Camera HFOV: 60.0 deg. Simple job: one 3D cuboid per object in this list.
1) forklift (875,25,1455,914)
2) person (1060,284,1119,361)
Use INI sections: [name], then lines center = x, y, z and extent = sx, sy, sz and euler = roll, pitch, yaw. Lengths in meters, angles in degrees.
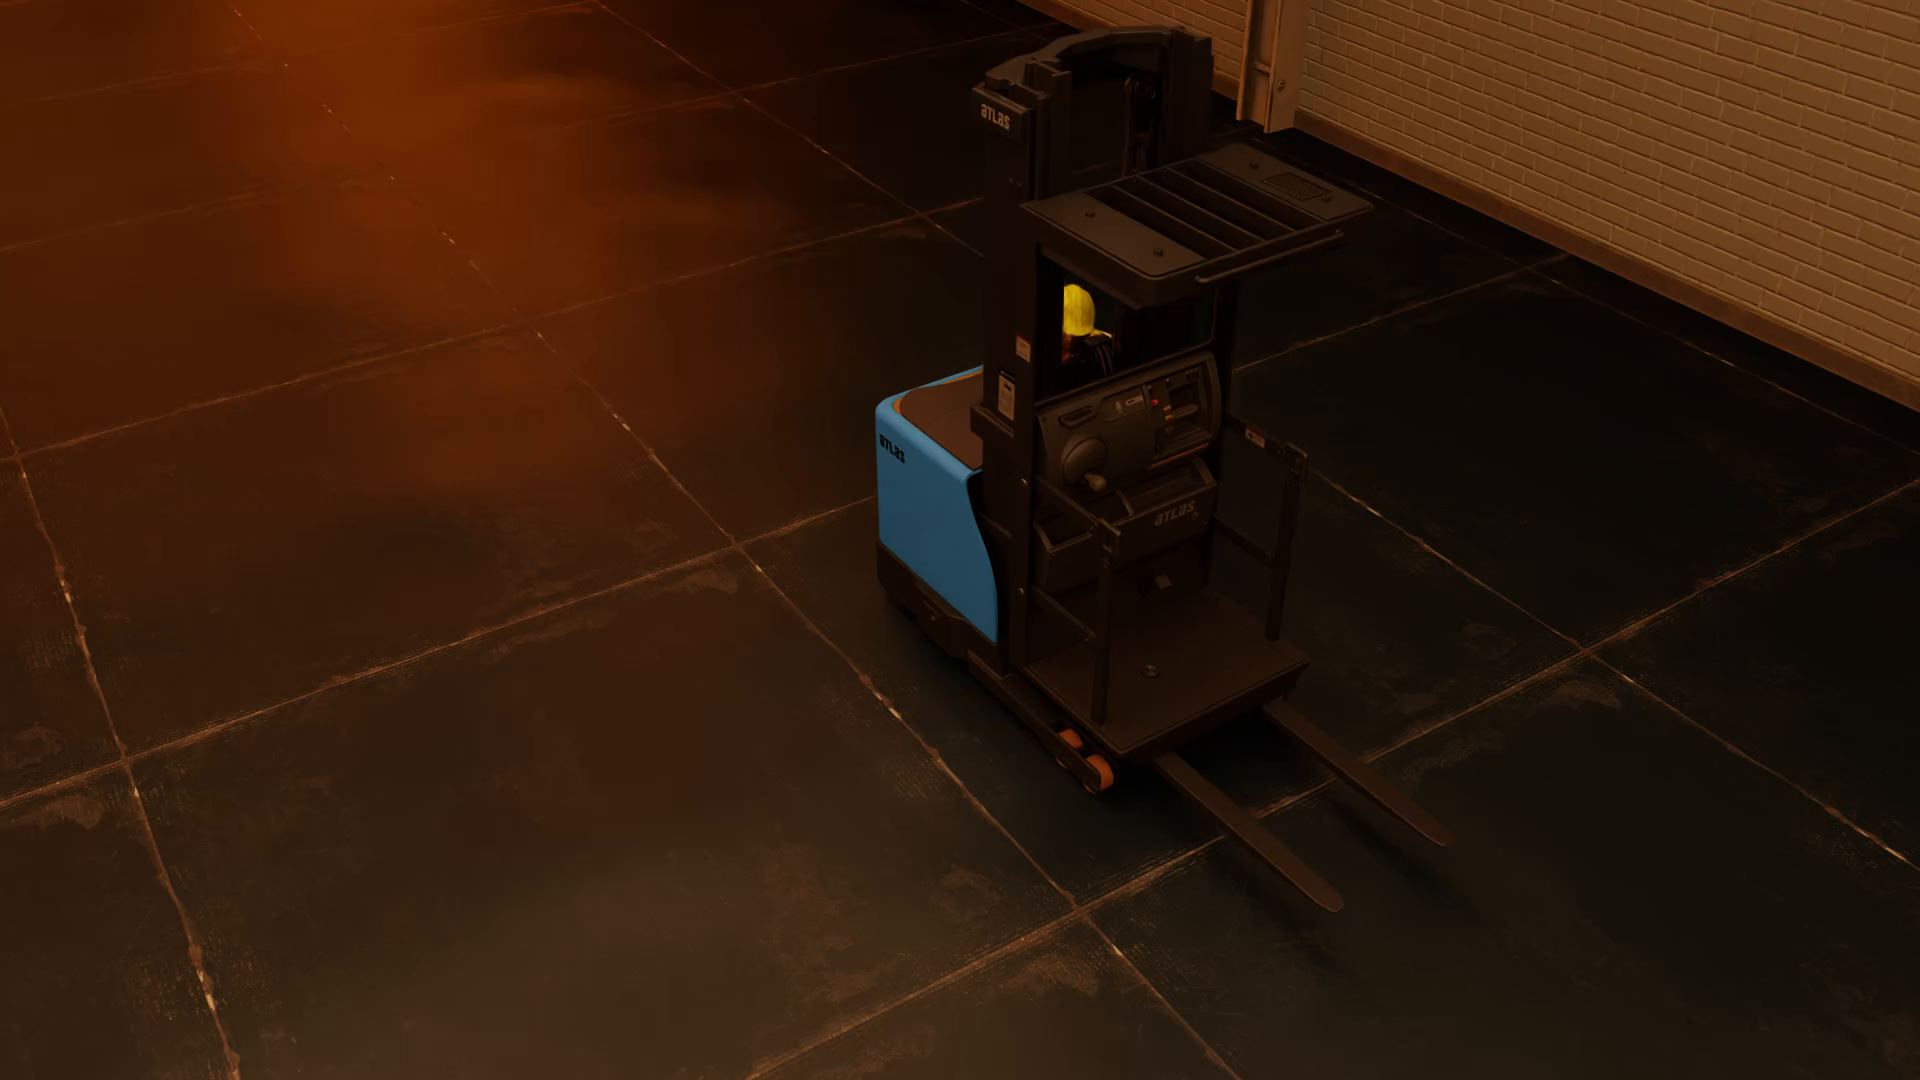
[forklift]
center = 0.836, -0.429, 6.758
extent = 1.130, 2.935, 3.031
euler = -22, 40, -28
[person]
center = 0.501, -0.356, 7.705
extent = 0.787, 1.638, 0.717
euler = 3, 35, 4
